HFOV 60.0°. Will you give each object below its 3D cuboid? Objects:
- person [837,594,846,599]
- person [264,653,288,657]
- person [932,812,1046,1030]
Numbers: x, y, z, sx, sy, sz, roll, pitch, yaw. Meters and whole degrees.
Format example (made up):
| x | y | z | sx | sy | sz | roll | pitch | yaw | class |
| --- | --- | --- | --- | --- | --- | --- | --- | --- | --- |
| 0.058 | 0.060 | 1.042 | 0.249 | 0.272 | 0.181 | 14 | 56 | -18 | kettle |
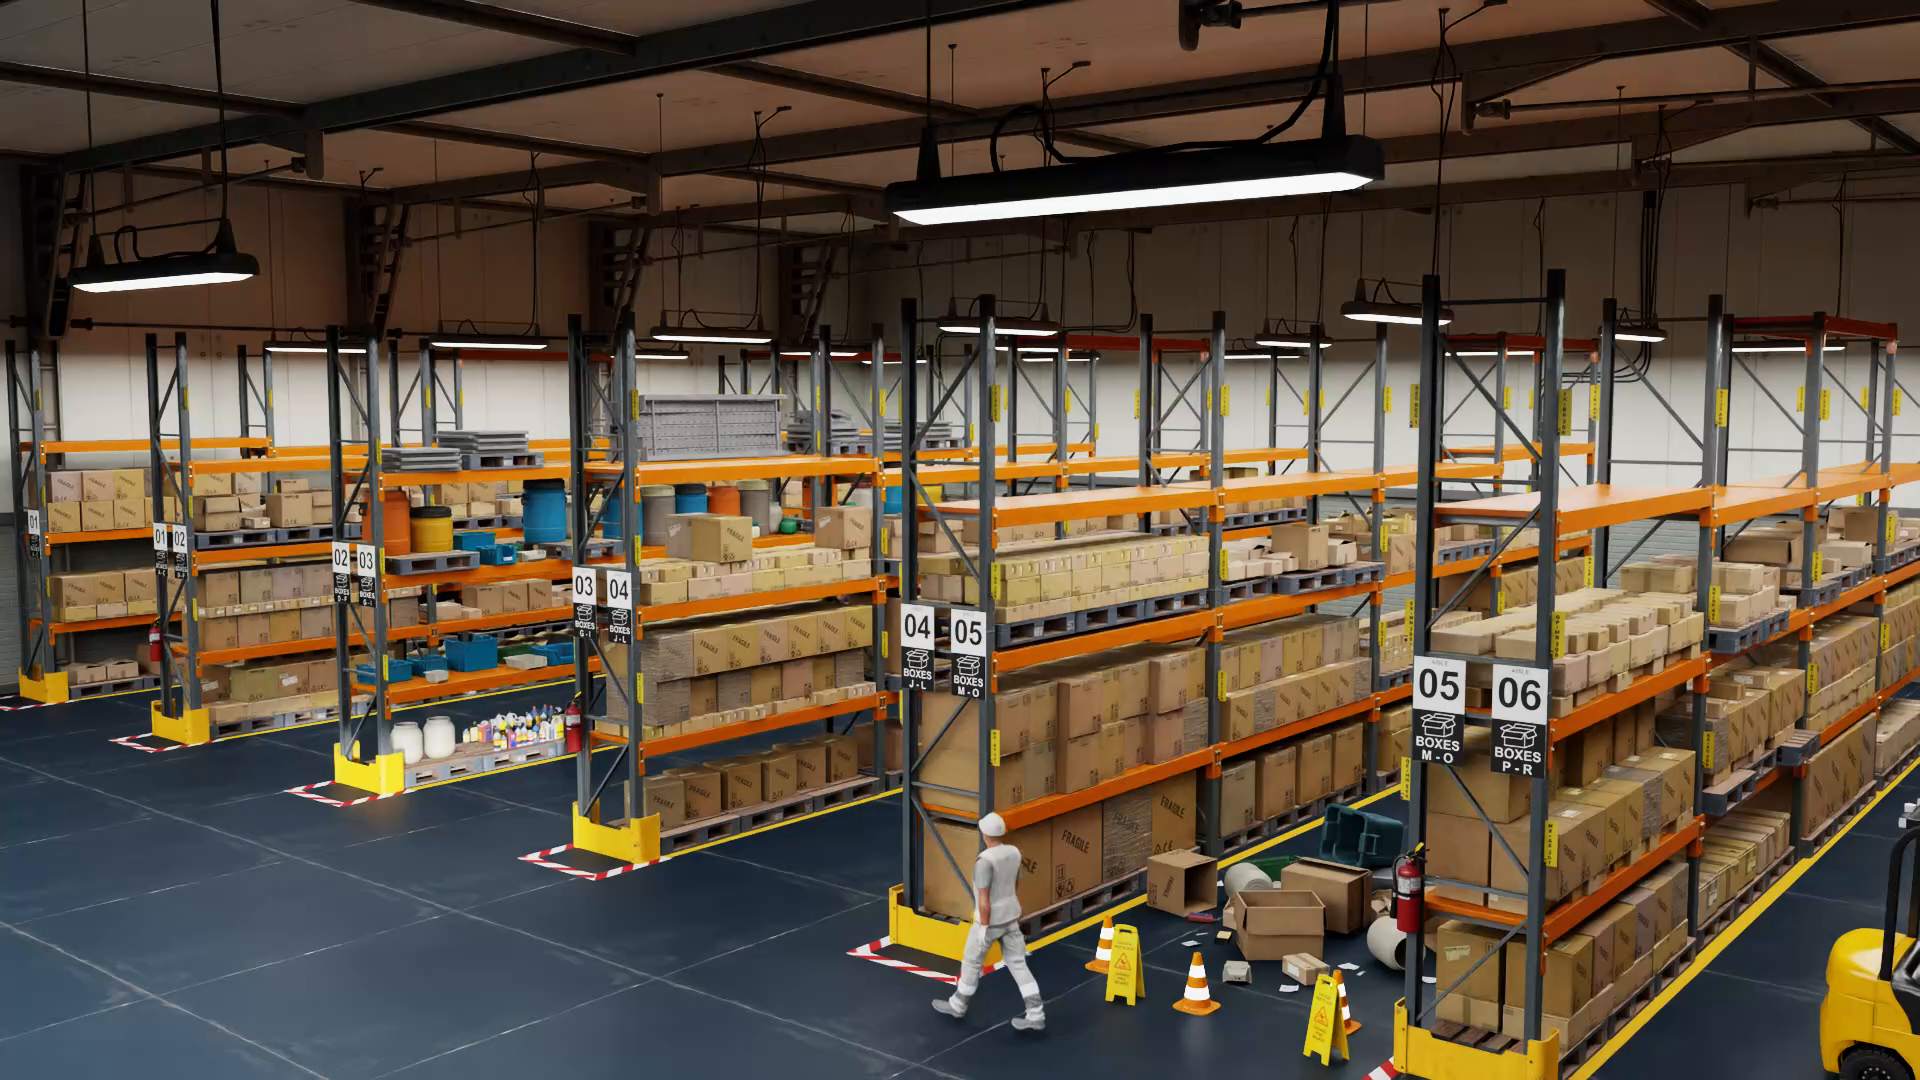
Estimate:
| x | y | z | sx | sy | sz | roll | pitch | yaw | class |
| --- | --- | --- | --- | --- | --- | --- | --- | --- | --- |
| -2.335 | 1.406 | 32.583 | 0.490 | 1.673 | 0.480 | -1 | 5 | -14 | person |
| -12.089 | 1.661 | 29.071 | 0.540 | 1.763 | 0.544 | -4 | 7 | -38 | person |
| 0.249 | 3.061 | 13.504 | 1.005 | 1.734 | 0.602 | 5 | 7 | 42 | person |
